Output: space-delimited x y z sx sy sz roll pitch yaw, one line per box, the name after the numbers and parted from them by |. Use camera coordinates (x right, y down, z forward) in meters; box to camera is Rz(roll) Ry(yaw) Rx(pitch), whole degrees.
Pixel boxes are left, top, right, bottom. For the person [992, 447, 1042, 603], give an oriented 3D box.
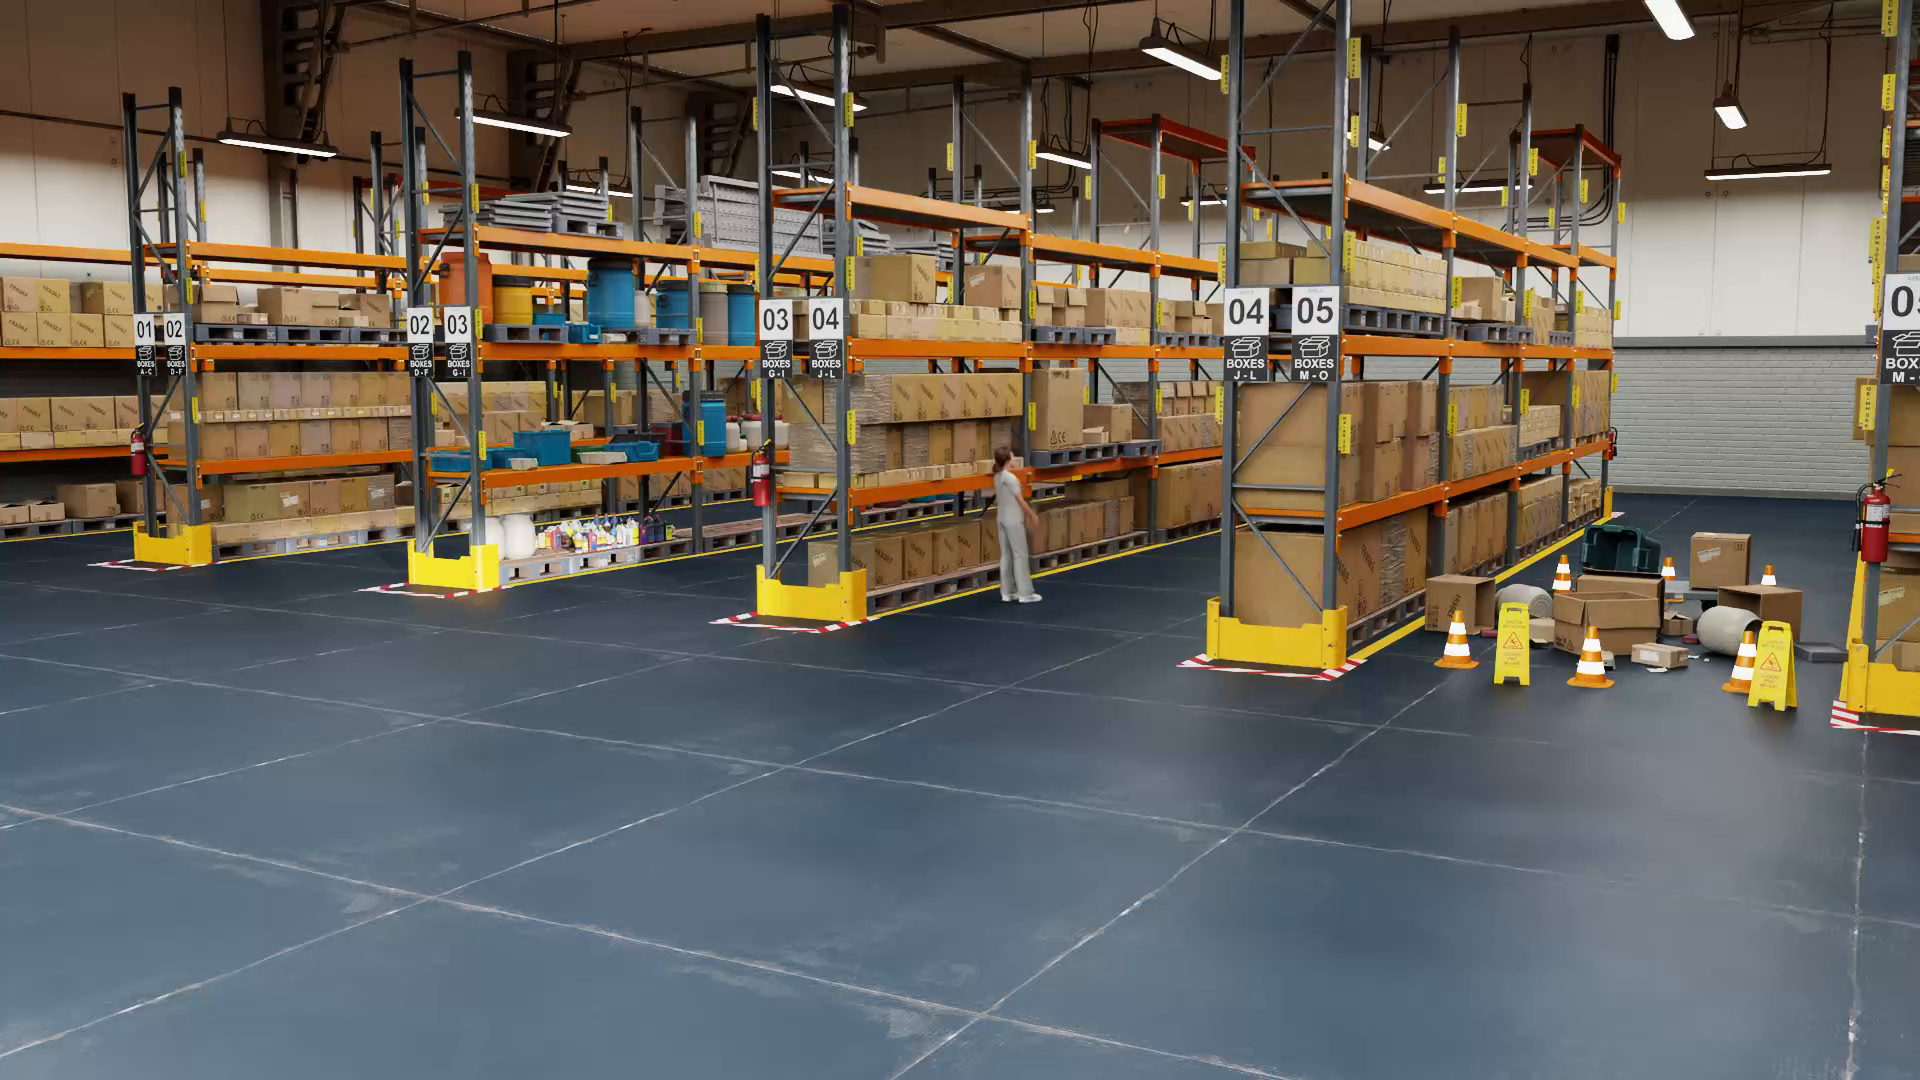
0.596 -0.173 17.930 0.530 1.673 0.487 -3 7 -24 | person
